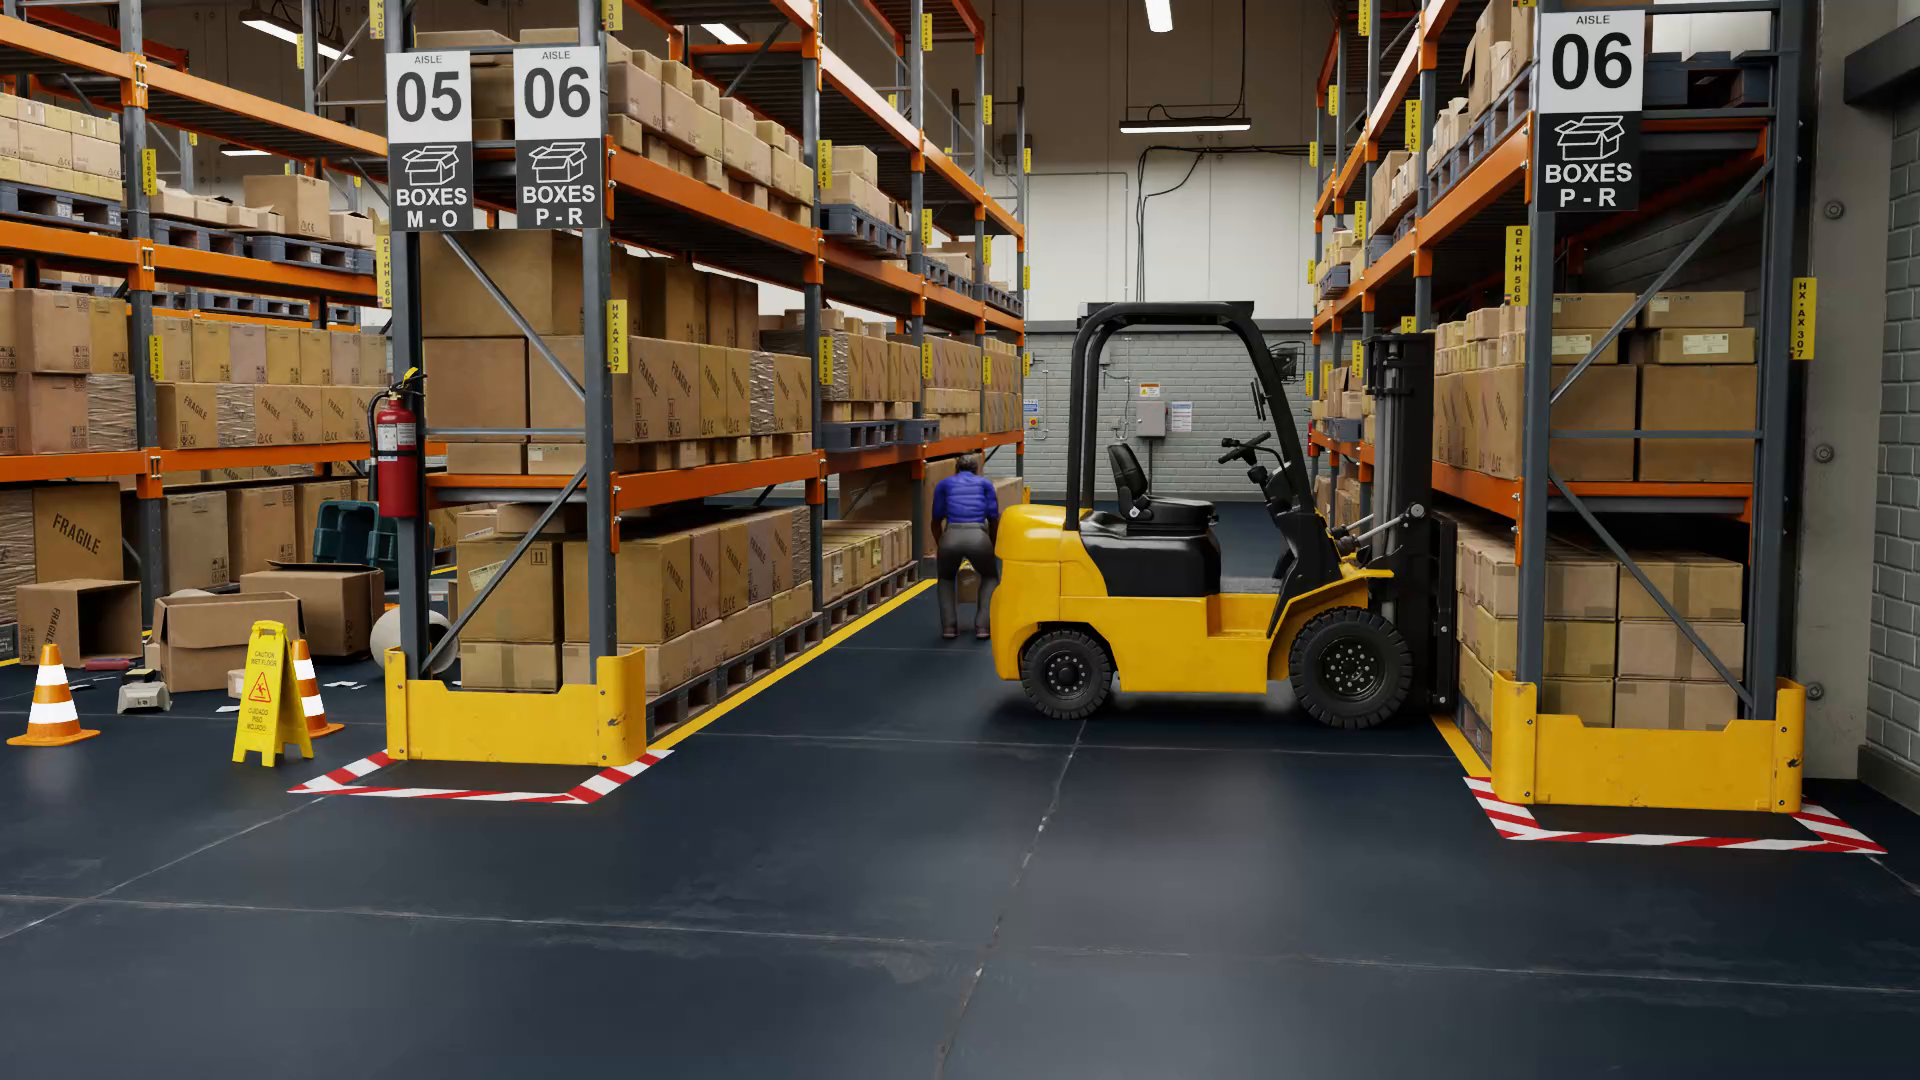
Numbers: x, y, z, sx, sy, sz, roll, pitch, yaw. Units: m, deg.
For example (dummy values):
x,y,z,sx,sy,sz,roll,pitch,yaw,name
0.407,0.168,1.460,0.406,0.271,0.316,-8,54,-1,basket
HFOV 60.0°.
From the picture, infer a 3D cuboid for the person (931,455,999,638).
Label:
x,y,z,sx,sy,sz,roll,pitch,yaw,name
0.021,0.049,11.739,0.497,1.280,0.681,1,5,8,person
